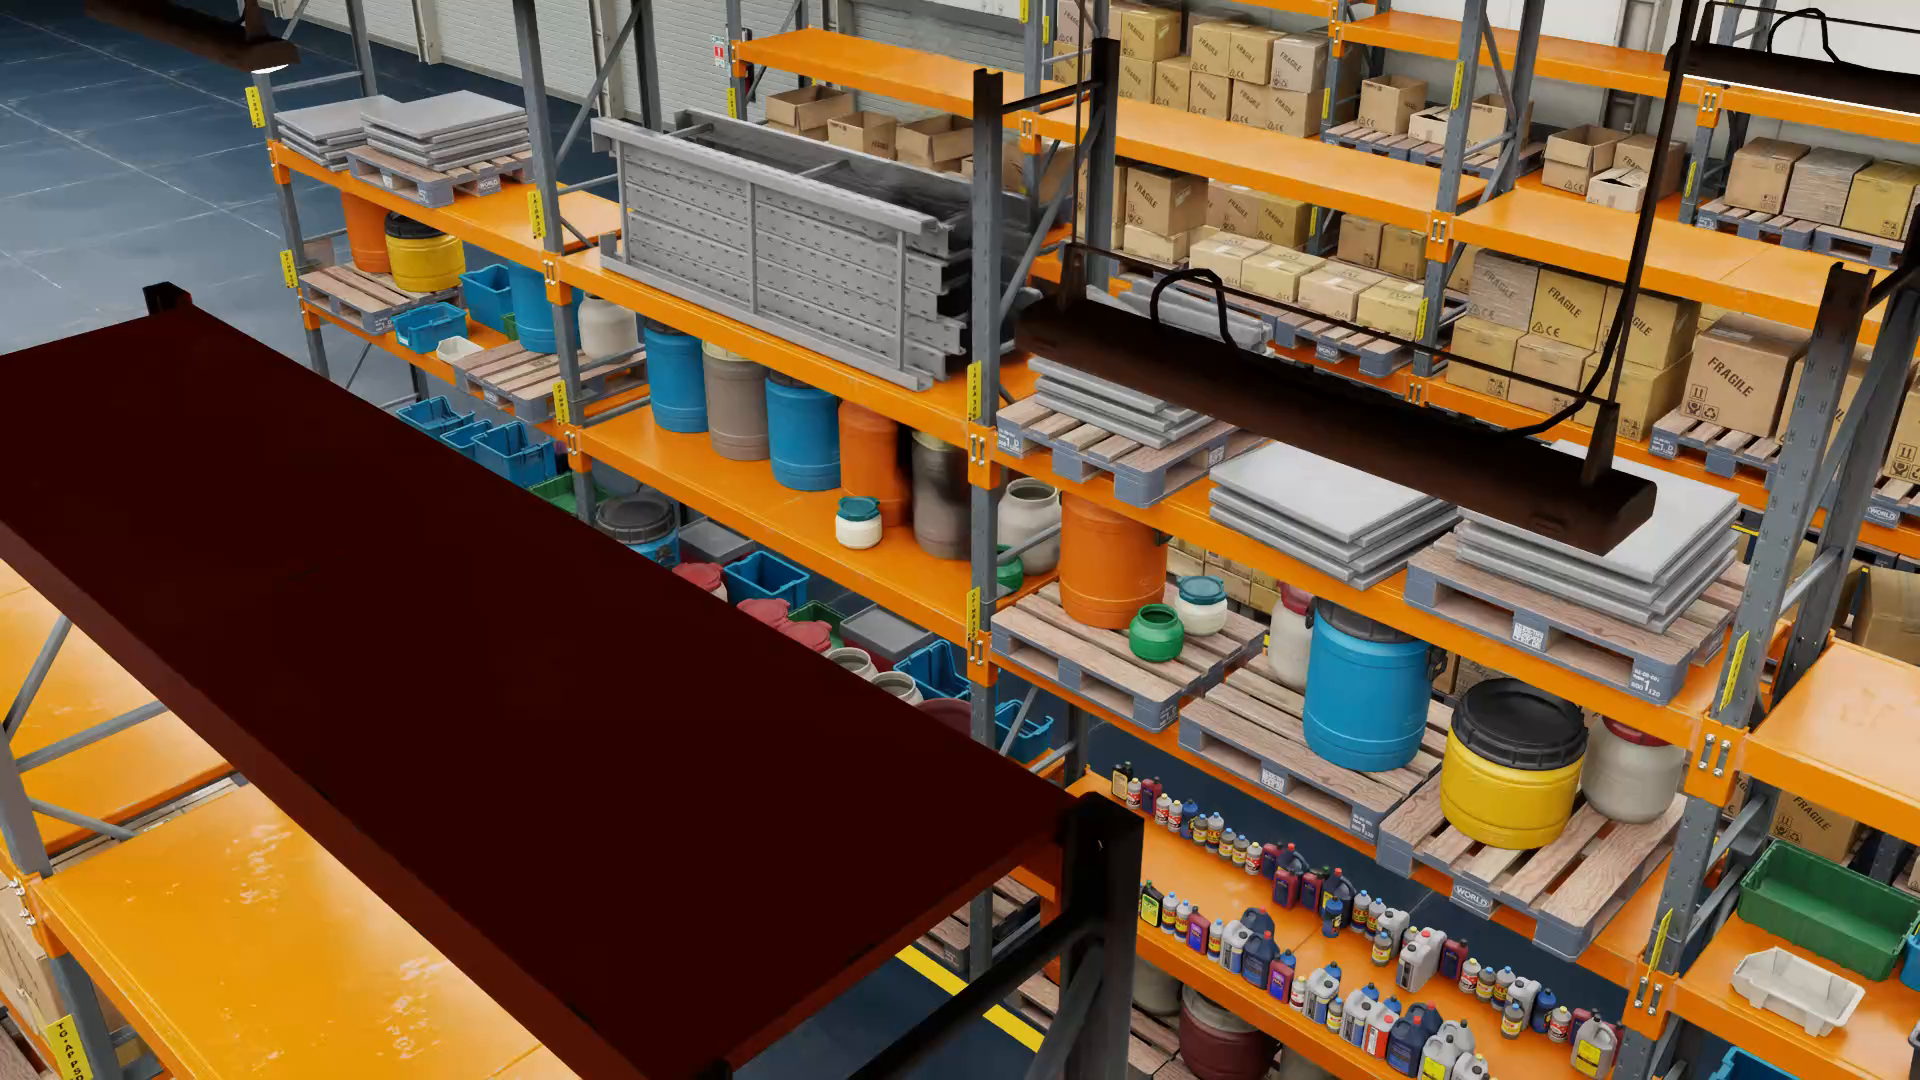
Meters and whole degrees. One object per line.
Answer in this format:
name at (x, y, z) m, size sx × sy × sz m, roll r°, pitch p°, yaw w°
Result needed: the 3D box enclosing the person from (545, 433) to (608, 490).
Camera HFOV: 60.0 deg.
person at (-3.818, -0.879, 16.228) m, size 0.779 × 1.563 × 0.537 m, roll 12°, pitch 31°, yaw 20°
